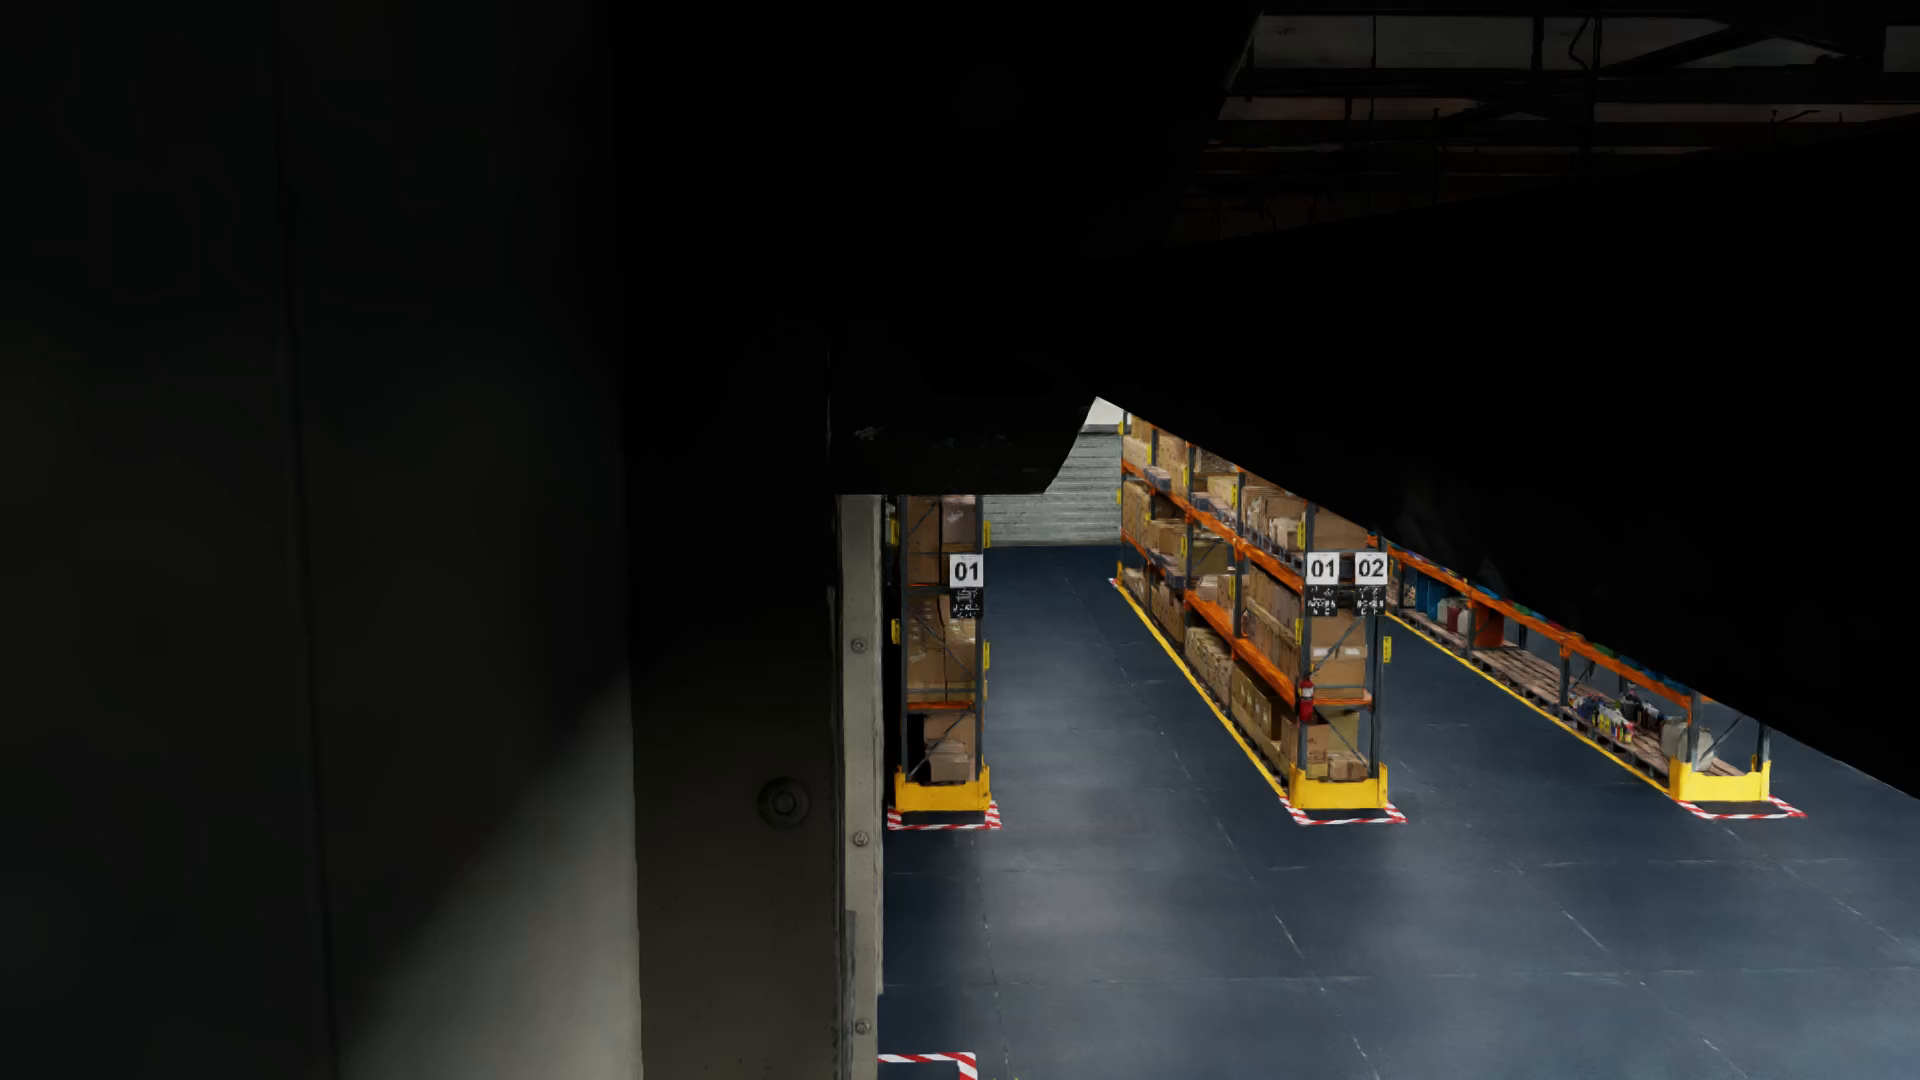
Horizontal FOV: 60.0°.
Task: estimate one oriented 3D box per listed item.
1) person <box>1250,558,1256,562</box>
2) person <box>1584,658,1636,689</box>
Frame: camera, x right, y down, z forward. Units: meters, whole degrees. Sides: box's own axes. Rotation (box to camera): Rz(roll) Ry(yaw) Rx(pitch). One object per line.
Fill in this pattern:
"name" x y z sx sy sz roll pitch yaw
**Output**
"person" 6.059 0.639 33.016 0.556 1.669 1.040 -1 8 -3
"person" 10.480 1.533 26.827 0.571 1.708 1.035 -2 9 -11
